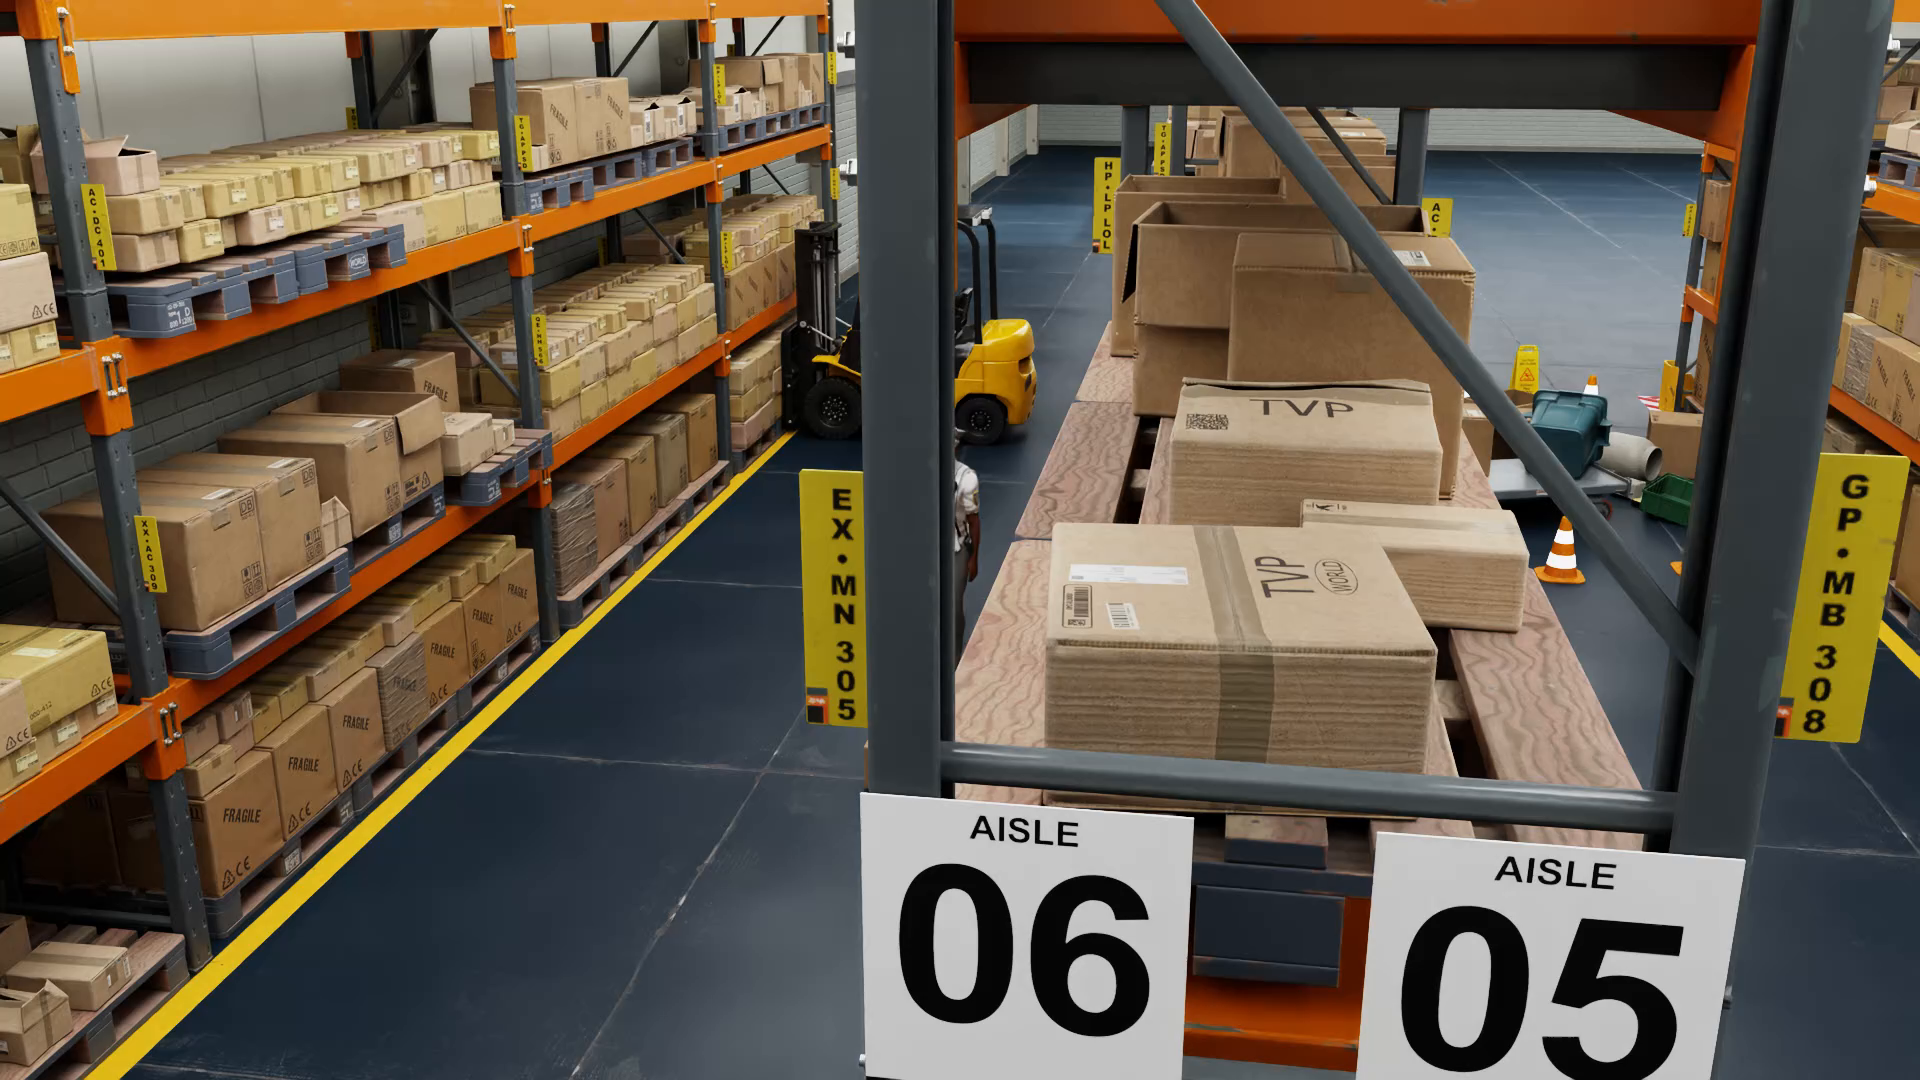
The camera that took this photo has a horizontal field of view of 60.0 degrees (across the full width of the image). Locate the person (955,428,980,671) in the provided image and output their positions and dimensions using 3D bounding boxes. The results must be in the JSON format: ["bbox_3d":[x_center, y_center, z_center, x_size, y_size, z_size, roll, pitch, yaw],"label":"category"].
[{"bbox_3d":[-0.101,0.056,10.336,0.516,1.669,0.493,7,19,21],"label":"person"}]
